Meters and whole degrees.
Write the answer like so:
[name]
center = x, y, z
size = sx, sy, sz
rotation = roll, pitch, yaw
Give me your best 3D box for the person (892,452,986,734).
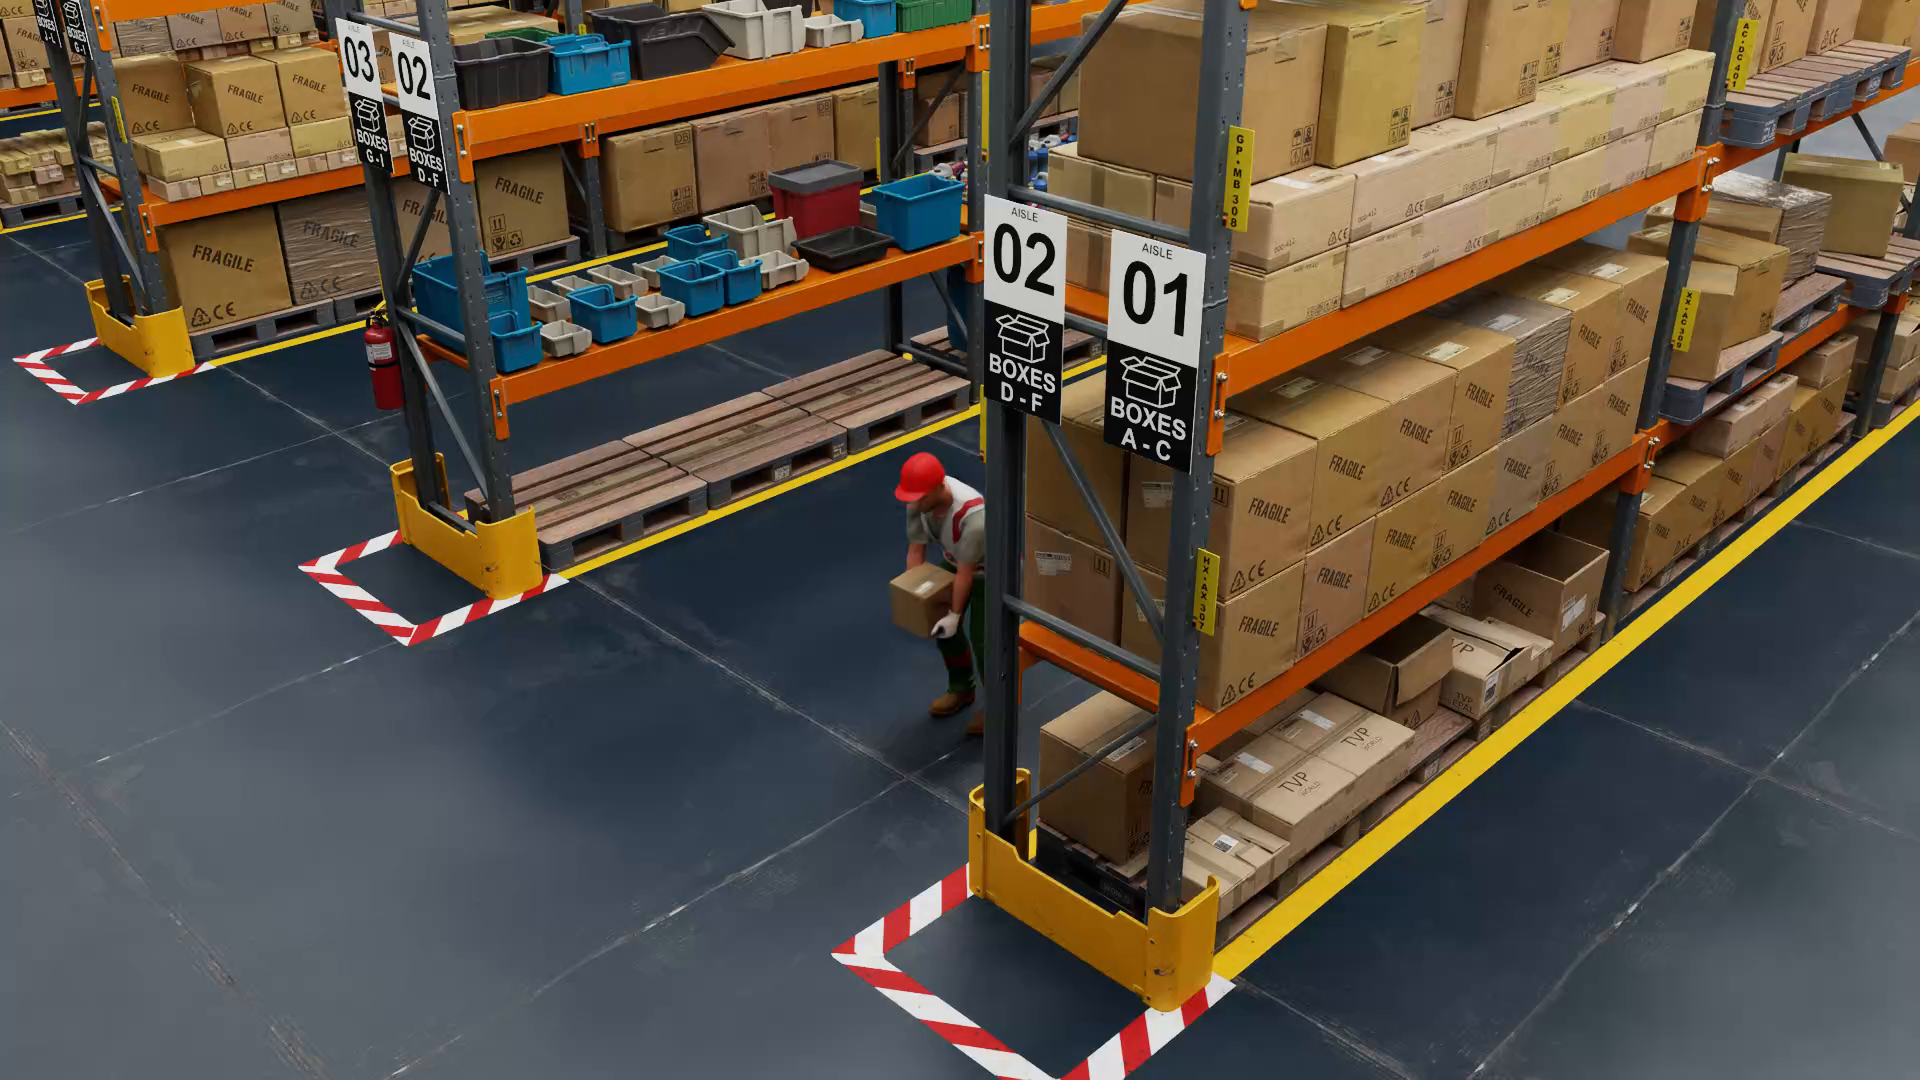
[person]
center = -0.036, 0.246, 8.294
size = 0.490, 1.627, 0.741
rotation = 24, 36, 38
